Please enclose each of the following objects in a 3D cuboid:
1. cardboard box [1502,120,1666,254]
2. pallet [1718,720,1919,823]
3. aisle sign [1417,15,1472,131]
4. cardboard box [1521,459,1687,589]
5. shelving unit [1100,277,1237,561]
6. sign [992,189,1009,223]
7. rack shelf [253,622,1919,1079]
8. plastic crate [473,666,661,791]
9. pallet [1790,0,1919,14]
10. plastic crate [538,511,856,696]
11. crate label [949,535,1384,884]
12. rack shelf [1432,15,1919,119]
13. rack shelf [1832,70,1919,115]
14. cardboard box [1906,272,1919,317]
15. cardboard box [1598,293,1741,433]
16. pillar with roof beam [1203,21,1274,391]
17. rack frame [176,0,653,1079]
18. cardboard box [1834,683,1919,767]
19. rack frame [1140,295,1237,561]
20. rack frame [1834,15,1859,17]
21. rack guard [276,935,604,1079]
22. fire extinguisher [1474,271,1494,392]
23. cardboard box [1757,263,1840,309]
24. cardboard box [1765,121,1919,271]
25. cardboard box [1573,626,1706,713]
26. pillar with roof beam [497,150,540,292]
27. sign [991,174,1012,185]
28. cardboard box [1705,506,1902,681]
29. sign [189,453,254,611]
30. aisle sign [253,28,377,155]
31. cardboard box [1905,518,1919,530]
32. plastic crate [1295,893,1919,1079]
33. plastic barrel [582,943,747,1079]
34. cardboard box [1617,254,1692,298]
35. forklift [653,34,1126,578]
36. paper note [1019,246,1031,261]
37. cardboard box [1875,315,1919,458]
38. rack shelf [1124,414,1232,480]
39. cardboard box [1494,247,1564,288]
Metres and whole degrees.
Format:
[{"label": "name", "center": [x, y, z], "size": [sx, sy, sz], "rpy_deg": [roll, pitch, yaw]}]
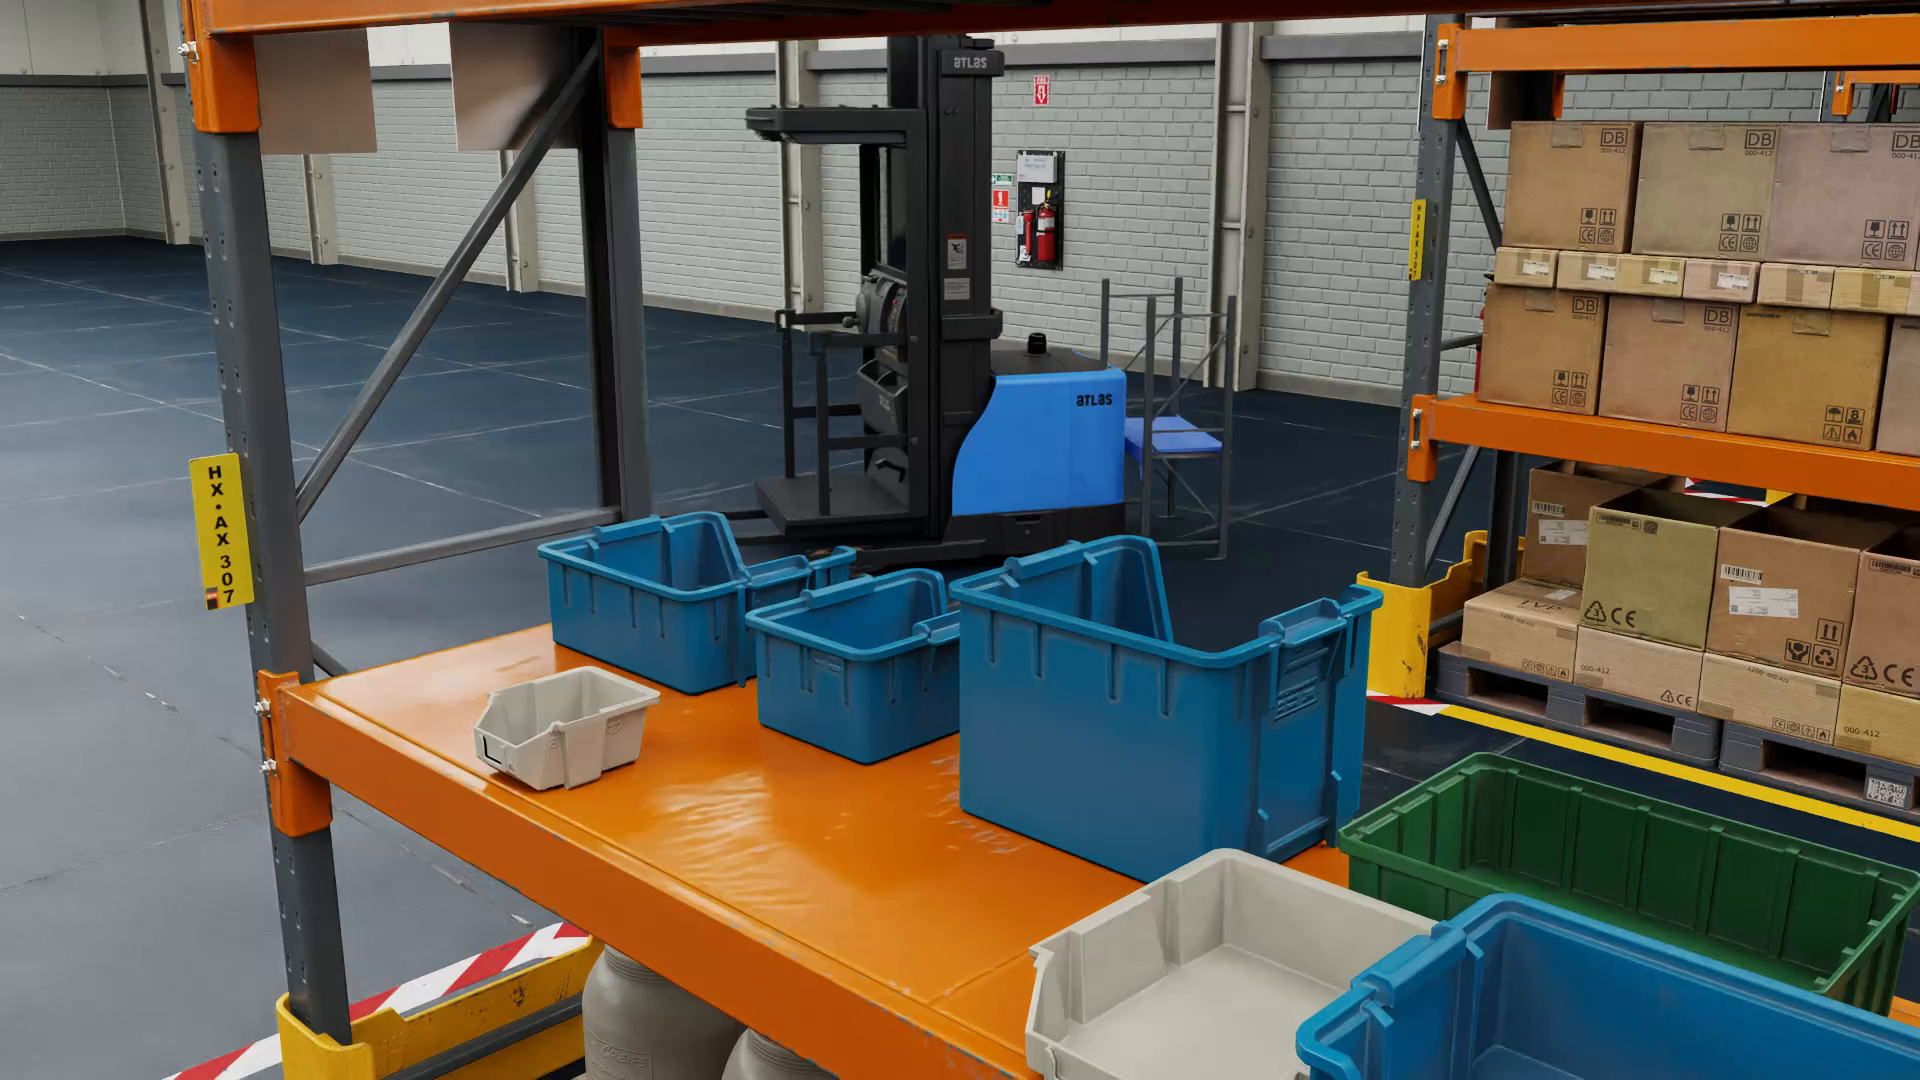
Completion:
[{"label": "cardboard box", "center": [2.639, -1.463, 6.827], "size": [0.500, 0.500, 0.700], "rpy_deg": [14, 20, 42]}, {"label": "pallet", "center": [3.728, 0.809, 6.409], "size": [1.213, 0.211, 1.003], "rpy_deg": [14, 20, 42]}, {"label": "aisle sign", "center": [2.014, -2.094, 6.864], "size": [0.004, 0.787, 0.394], "rpy_deg": [14, 20, 42]}, {"label": "cardboard box", "center": [2.867, -0.076, 7.408], "size": [0.500, 0.500, 0.500], "rpy_deg": [14, 20, 42]}, {"label": "shelving unit", "center": [1.187, -0.732, 9.768], "size": [0.538, 1.500, 1.048], "rpy_deg": [-2, 15, -9]}, {"label": "sign", "center": [0.416, -3.437, 17.102], "size": [0.234, 0.329, 0.001], "rpy_deg": [14, 20, 42]}, {"label": "rack shelf", "center": [0.273, 0.716, 2.661], "size": [4.000, 0.370, 1.077], "rpy_deg": [14, 20, 42]}, {"label": "plastic crate", "center": [-0.746, 0.361, 3.121], "size": [0.250, 0.136, 0.298], "rpy_deg": [14, 20, 42]}, {"label": "pallet", "center": [3.648, -1.947, 5.682], "size": [1.213, 0.211, 1.003], "rpy_deg": [14, 20, 42]}, {"label": "plastic crate", "center": [-0.599, 0.123, 3.804], "size": [0.616, 0.251, 0.499], "rpy_deg": [14, 20, 42]}, {"label": "crate label", "center": [0.346, 0.274, 2.861], "size": [0.616, 0.435, 0.502], "rpy_deg": [14, 20, 42]}, {"label": "rack shelf", "center": [3.714, -1.634, 5.731], "size": [4.000, 0.370, 1.077], "rpy_deg": [14, 20, 42]}, {"label": "rack shelf", "center": [7.150, -2.533, 9.184], "size": [4.000, 0.370, 1.077], "rpy_deg": [14, 20, 42]}, {"label": "cardboard box", "center": [3.513, -0.866, 5.820], "size": [0.250, 0.149, 0.380], "rpy_deg": [14, 20, 43]}, {"label": "cardboard box", "center": [2.983, -0.754, 6.677], "size": [0.700, 0.500, 0.500], "rpy_deg": [-14, 20, -43]}, {"label": "pillar with roof beam", "center": [-0.493, -4.986, 11.222], "size": [0.400, 9.000, 9.100], "rpy_deg": [14, 20, 42]}, {"label": "rack frame", "center": [-1.167, 0.018, 3.913], "size": [0.127, 3.000, 1.000], "rpy_deg": [14, 20, 42]}, {"label": "cardboard box", "center": [3.584, 0.644, 6.131], "size": [0.500, 0.250, 0.500], "rpy_deg": [14, 20, 42]}, {"label": "rack frame", "center": [1.269, -0.606, 9.283], "size": [0.500, 1.500, 0.032], "rpy_deg": [-2, 15, -9]}, {"label": "rack frame", "center": [5.710, -4.683, 10.058], "size": [0.127, 3.000, 1.000], "rpy_deg": [14, 20, 42]}, {"label": "rack guard", "center": [-1.079, 1.233, 4.210], "size": [0.348, 0.500, 1.175], "rpy_deg": [14, 20, 42]}, {"label": "fire extinguisher", "center": [2.511, -0.948, 7.774], "size": [0.183, 0.674, 0.296], "rpy_deg": [14, 20, 42]}, {"label": "cardboard box", "center": [3.151, -0.954, 6.161], "size": [0.250, 0.149, 0.380], "rpy_deg": [13, 19, 40]}, {"label": "cardboard box", "center": [3.385, -1.284, 6.140], "size": [0.500, 0.500, 0.700], "rpy_deg": [14, 20, 42]}, {"label": "cardboard box", "center": [2.868, 0.468, 6.807], "size": [0.500, 0.250, 0.500], "rpy_deg": [14, 20, 42]}, {"label": "pillar with roof beam", "center": [-9.132, -7.086, 19.282], "size": [0.400, 9.000, 9.100], "rpy_deg": [14, 20, 42]}, {"label": "sign", "center": [0.413, -3.691, 17.026], "size": [0.331, 0.109, 0.001], "rpy_deg": [14, 20, 42]}, {"label": "cardboard box", "center": [3.236, 0.191, 6.384], "size": [0.500, 0.500, 0.500], "rpy_deg": [14, 20, 42]}, {"label": "sign", "center": [-1.552, -0.017, 3.498], "size": [0.005, 0.325, 0.100], "rpy_deg": [14, 20, 42]}, {"label": "aisle sign", "center": [-1.422, -1.199, 3.430], "size": [0.004, 0.787, 0.394], "rpy_deg": [14, 20, 42]}, {"label": "cardboard box", "center": [3.956, 0.184, 6.409], "size": [0.500, 0.500, 0.500], "rpy_deg": [14, 20, 42]}, {"label": "plastic crate", "center": [0.728, 0.646, 1.800], "size": [0.616, 0.251, 0.499], "rpy_deg": [14, 20, 42]}, {"label": "plastic barrel", "center": [-0.640, 1.120, 3.785], "size": [0.421, 0.512, 0.421], "rpy_deg": [0, 15, 0]}, {"label": "cardboard box", "center": [2.778, -1.045, 6.509], "size": [0.250, 0.149, 0.380], "rpy_deg": [14, 20, 42]}, {"label": "forklift", "center": [-0.623, -1.343, 9.274], "size": [3.031, 2.935, 1.130], "rpy_deg": [-4, 15, -16]}, {"label": "paper note", "center": [0.663, -2.921, 16.942], "size": [0.142, 0.148, 0.016], "rpy_deg": [14, 20, 42]}, {"label": "cardboard box", "center": [3.718, -0.574, 5.988], "size": [0.700, 0.500, 0.500], "rpy_deg": [-14, 20, -43]}, {"label": "rack shelf", "center": [1.187, -0.558, 9.813], "size": [0.538, 0.185, 1.000], "rpy_deg": [-2, 15, -9]}, {"label": "cardboard box", "center": [2.407, -1.135, 6.853], "size": [0.250, 0.149, 0.380], "rpy_deg": [13, 20, 42]}]
